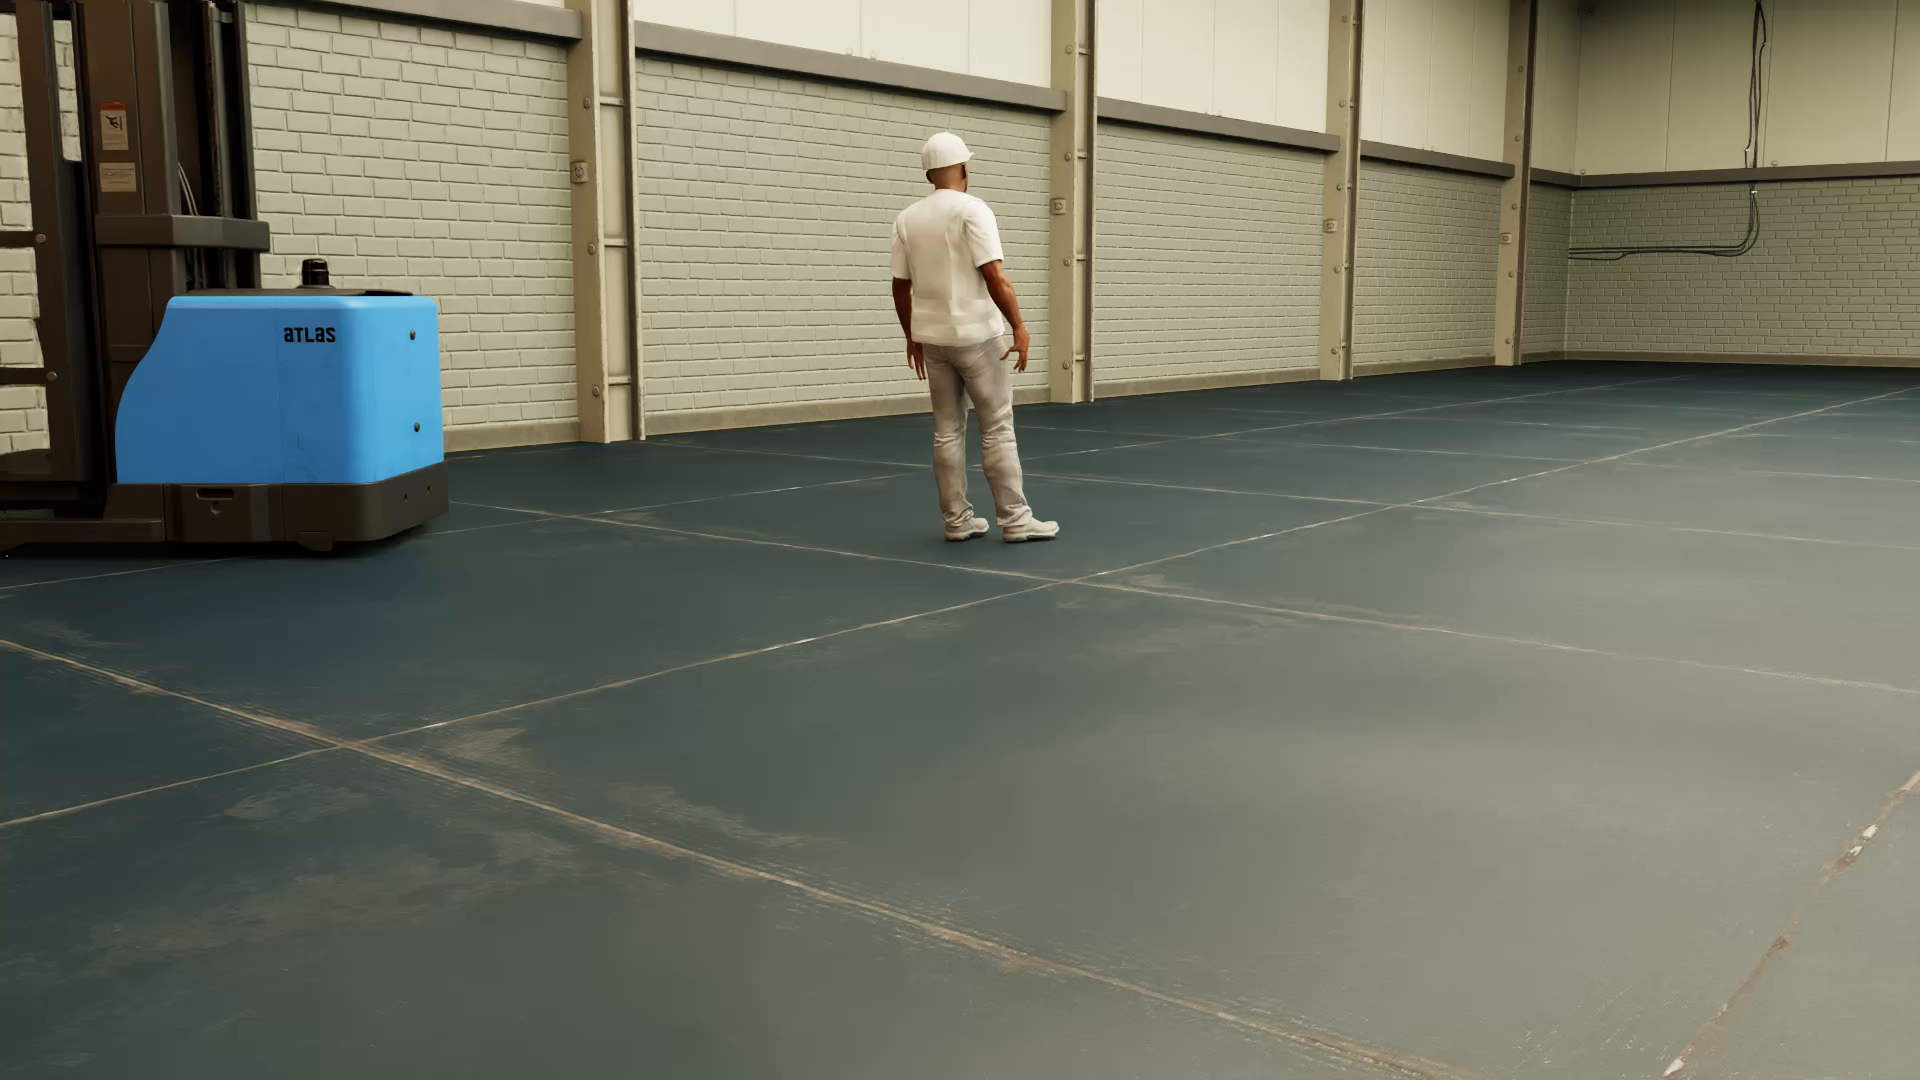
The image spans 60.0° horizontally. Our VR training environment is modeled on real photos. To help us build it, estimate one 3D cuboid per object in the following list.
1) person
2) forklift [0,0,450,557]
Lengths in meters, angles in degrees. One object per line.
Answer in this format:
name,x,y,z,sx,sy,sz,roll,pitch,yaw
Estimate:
person,0.048,-0.888,7.326,0.666,1.765,0.577,7,11,38
forklift,-3.914,-1.449,7.187,3.031,2.935,1.130,0,8,1
